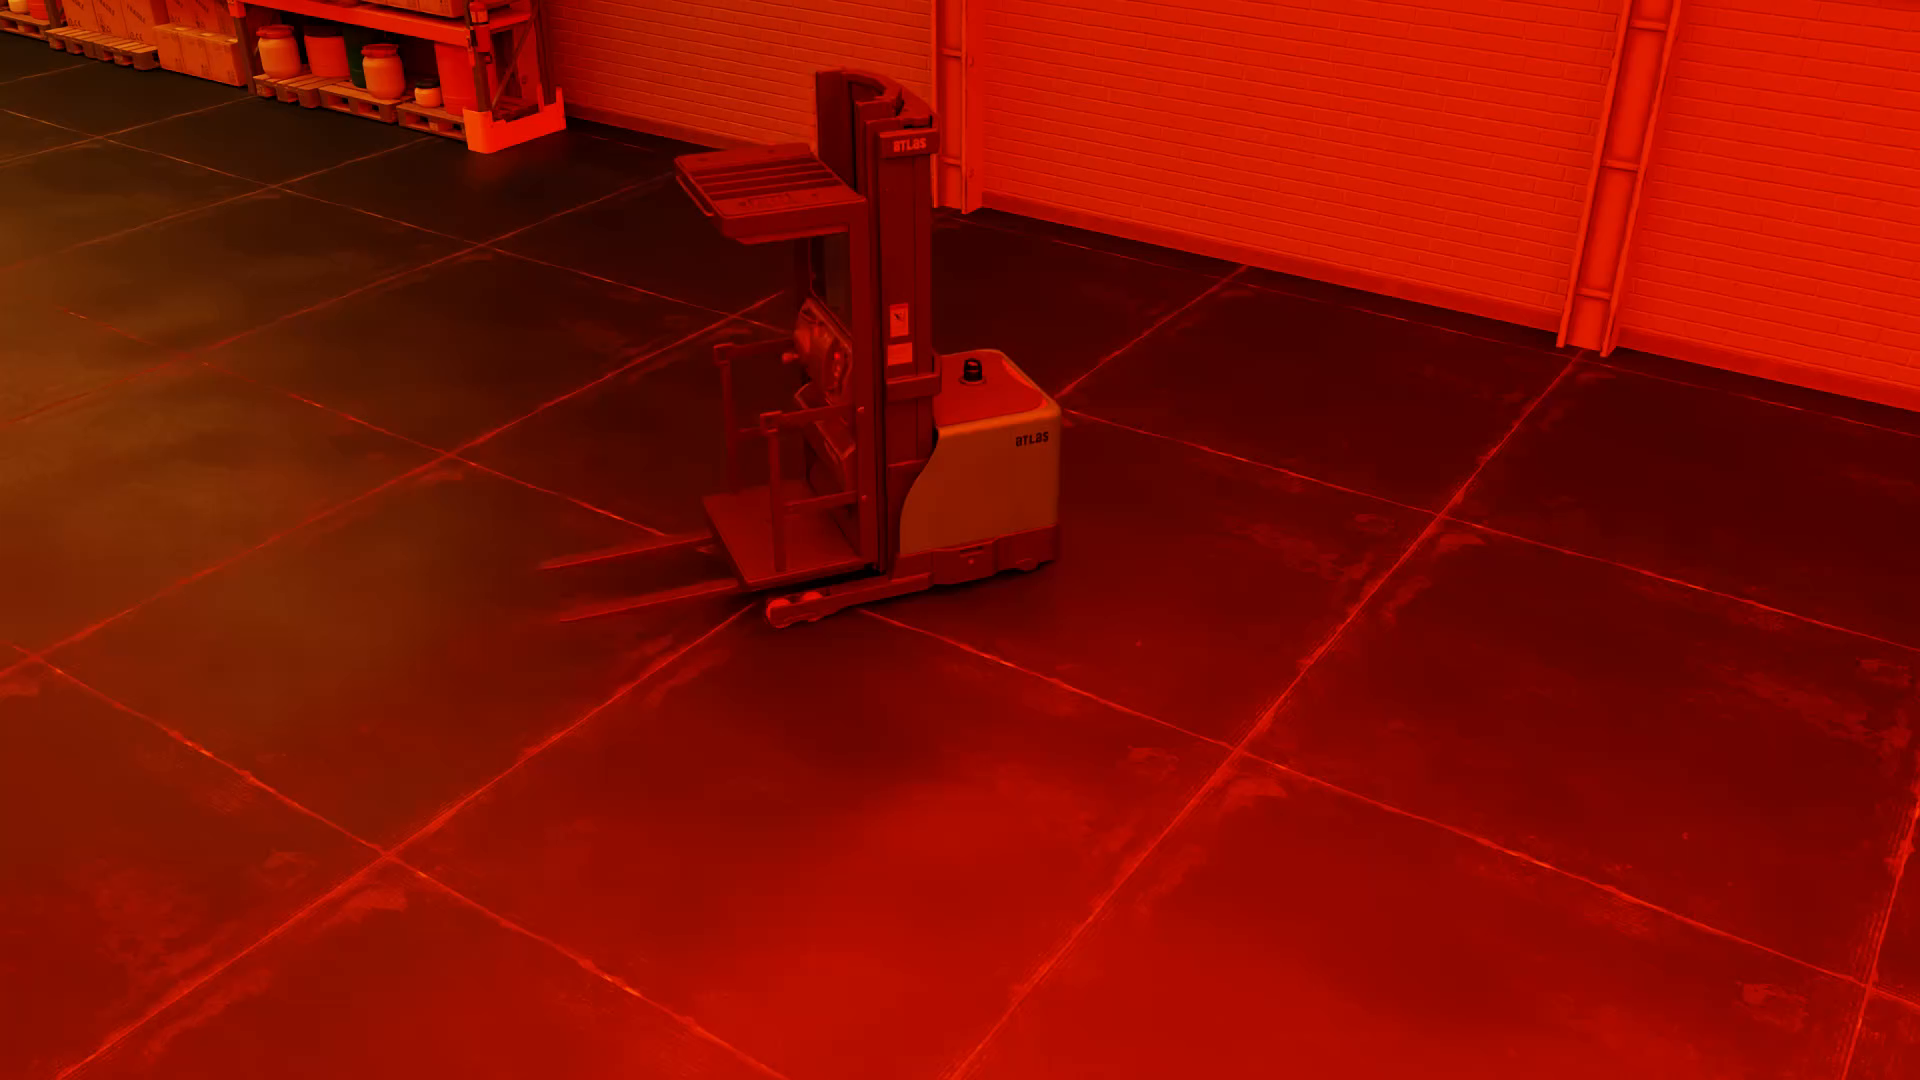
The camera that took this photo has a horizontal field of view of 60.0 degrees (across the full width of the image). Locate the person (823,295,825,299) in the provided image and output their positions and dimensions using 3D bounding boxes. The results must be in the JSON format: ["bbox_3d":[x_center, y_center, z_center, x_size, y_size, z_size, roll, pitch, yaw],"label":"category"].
[{"bbox_3d":[-0.683,-1.156,11.020,0.767,1.453,0.958,12,32,20],"label":"person"}]

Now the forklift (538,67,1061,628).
[{"bbox_3d":[-0.960,-1.059,9.406,3.031,2.935,1.130,-11,32,-19],"label":"forklift"}]
